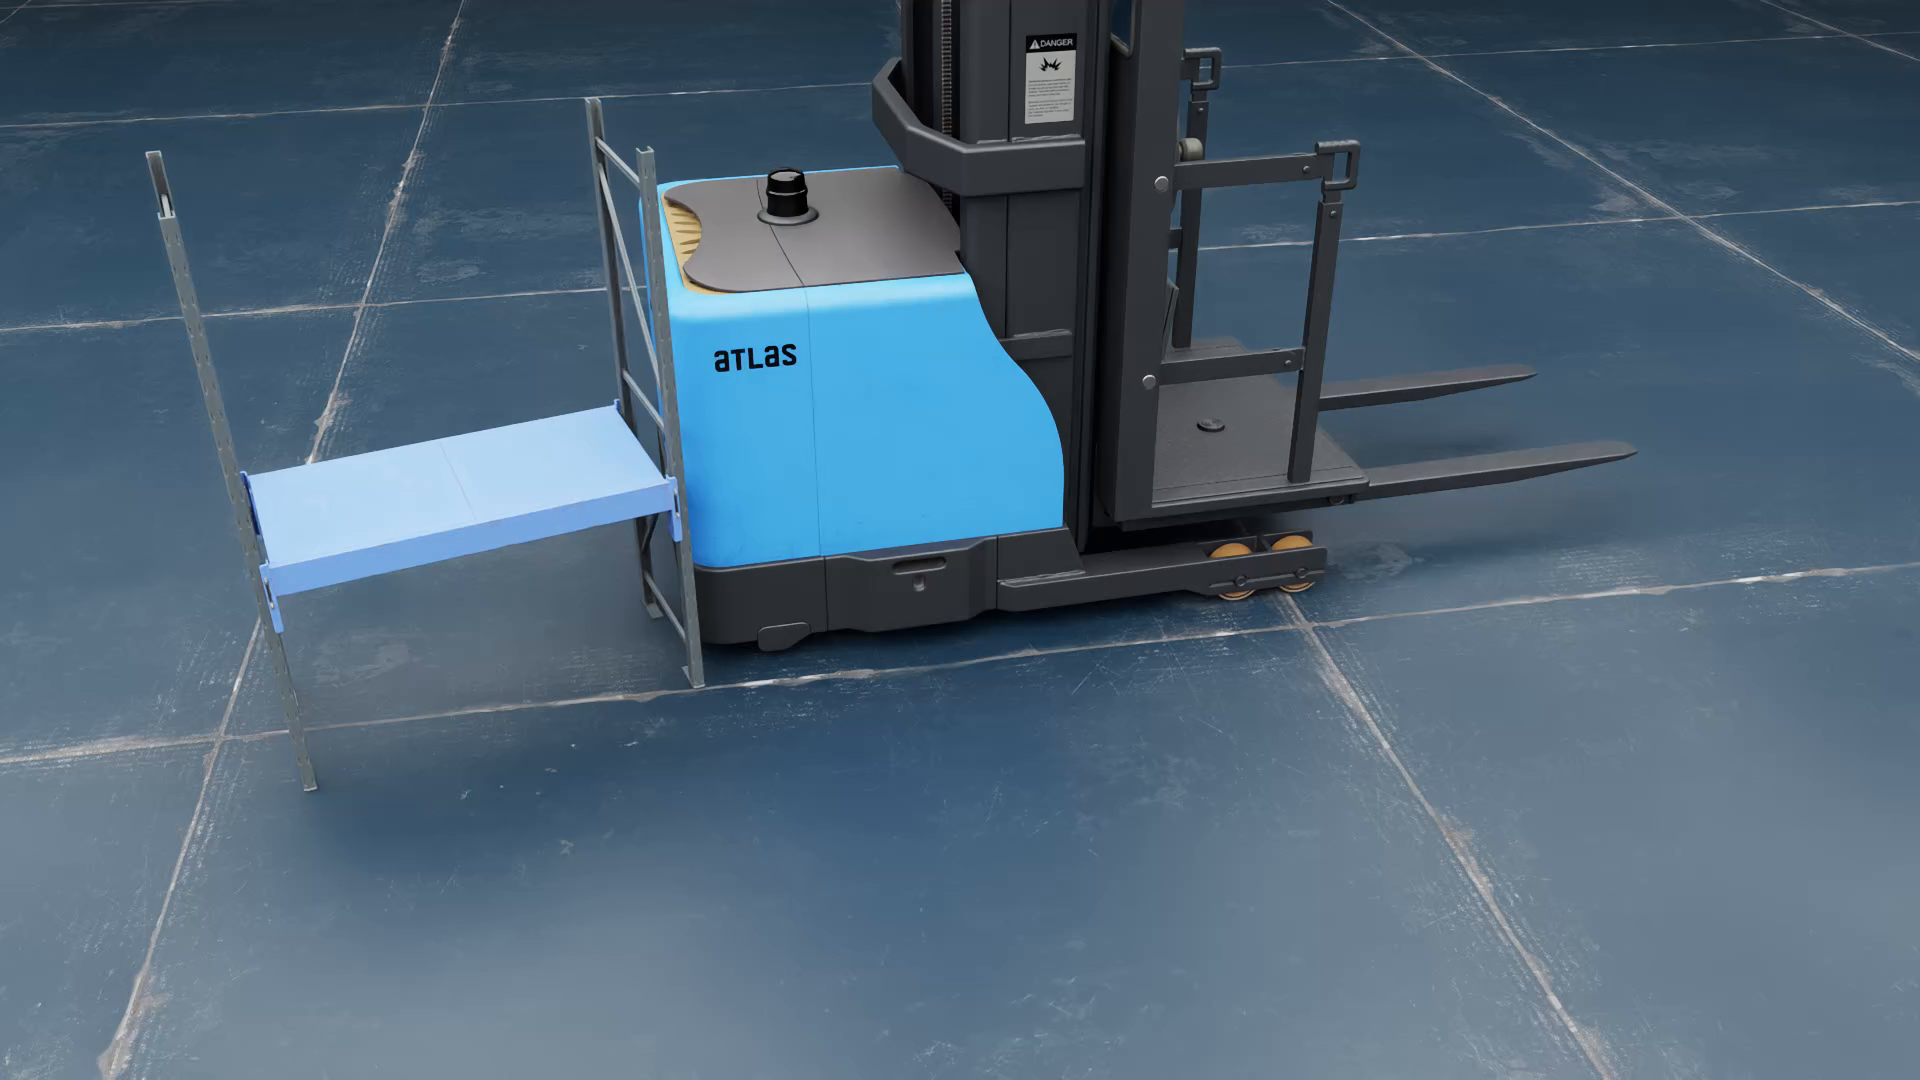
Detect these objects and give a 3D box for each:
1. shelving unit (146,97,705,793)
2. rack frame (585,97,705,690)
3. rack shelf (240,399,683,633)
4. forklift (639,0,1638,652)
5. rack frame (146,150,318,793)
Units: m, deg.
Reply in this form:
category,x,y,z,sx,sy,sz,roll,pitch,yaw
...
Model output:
category,x,y,z,sx,sy,sz,roll,pitch,yaw
shelving unit,-1.279,-0.240,4.179,1.048,1.500,0.538,-14,33,-22
rack frame,-0.822,-0.353,4.370,0.032,1.500,0.500,-14,33,-22
rack shelf,-1.279,-0.085,4.270,1.000,0.185,0.538,-14,33,-22
forklift,0.611,-1.338,4.634,3.031,2.935,1.130,-7,31,-12
rack frame,-1.737,-0.128,3.989,0.032,1.500,0.500,-14,33,-22
